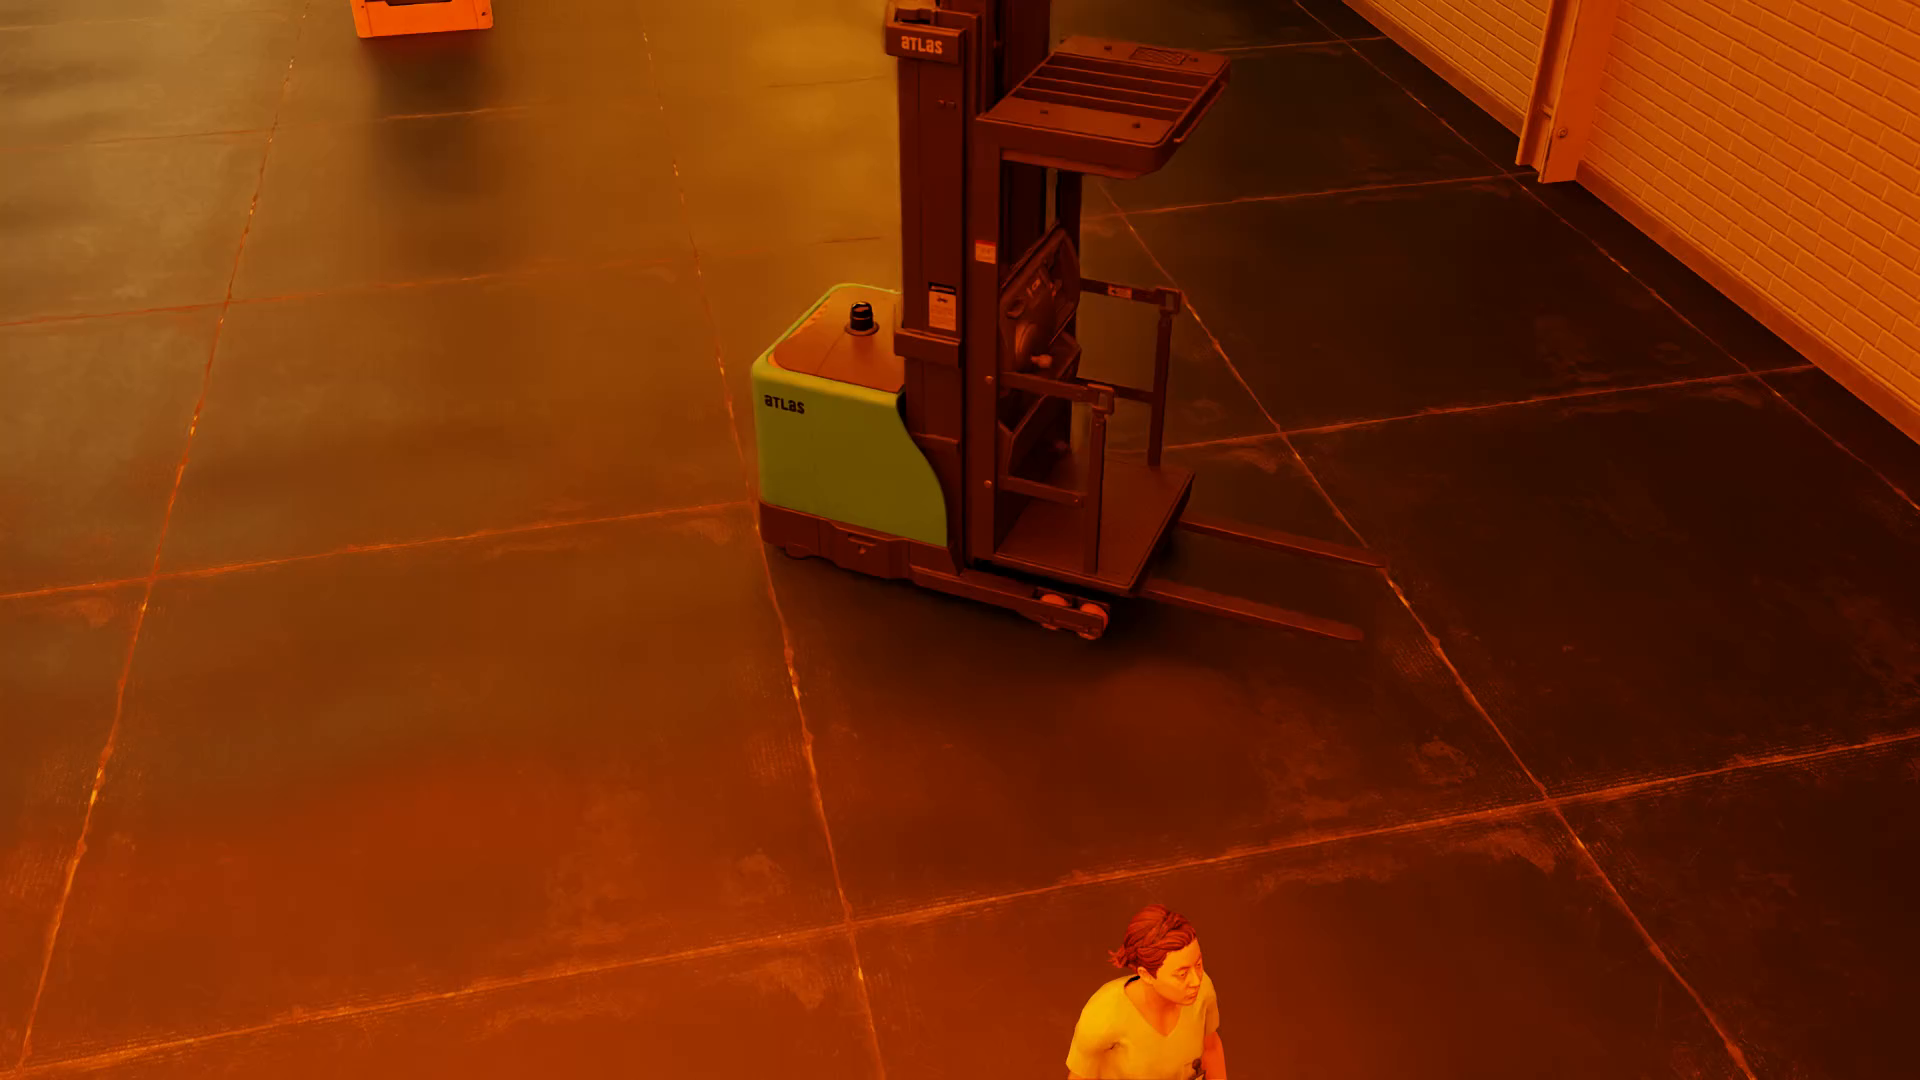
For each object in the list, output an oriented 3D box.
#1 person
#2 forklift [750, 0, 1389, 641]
[{"bbox_3d":[0.557,1.737,4.699,0.550,1.673,0.548,-18,39,-23],"label":"person"},{"bbox_3d":[0.551,-1.073,7.541,3.031,2.935,1.130,14,38,18],"label":"forklift"}]
